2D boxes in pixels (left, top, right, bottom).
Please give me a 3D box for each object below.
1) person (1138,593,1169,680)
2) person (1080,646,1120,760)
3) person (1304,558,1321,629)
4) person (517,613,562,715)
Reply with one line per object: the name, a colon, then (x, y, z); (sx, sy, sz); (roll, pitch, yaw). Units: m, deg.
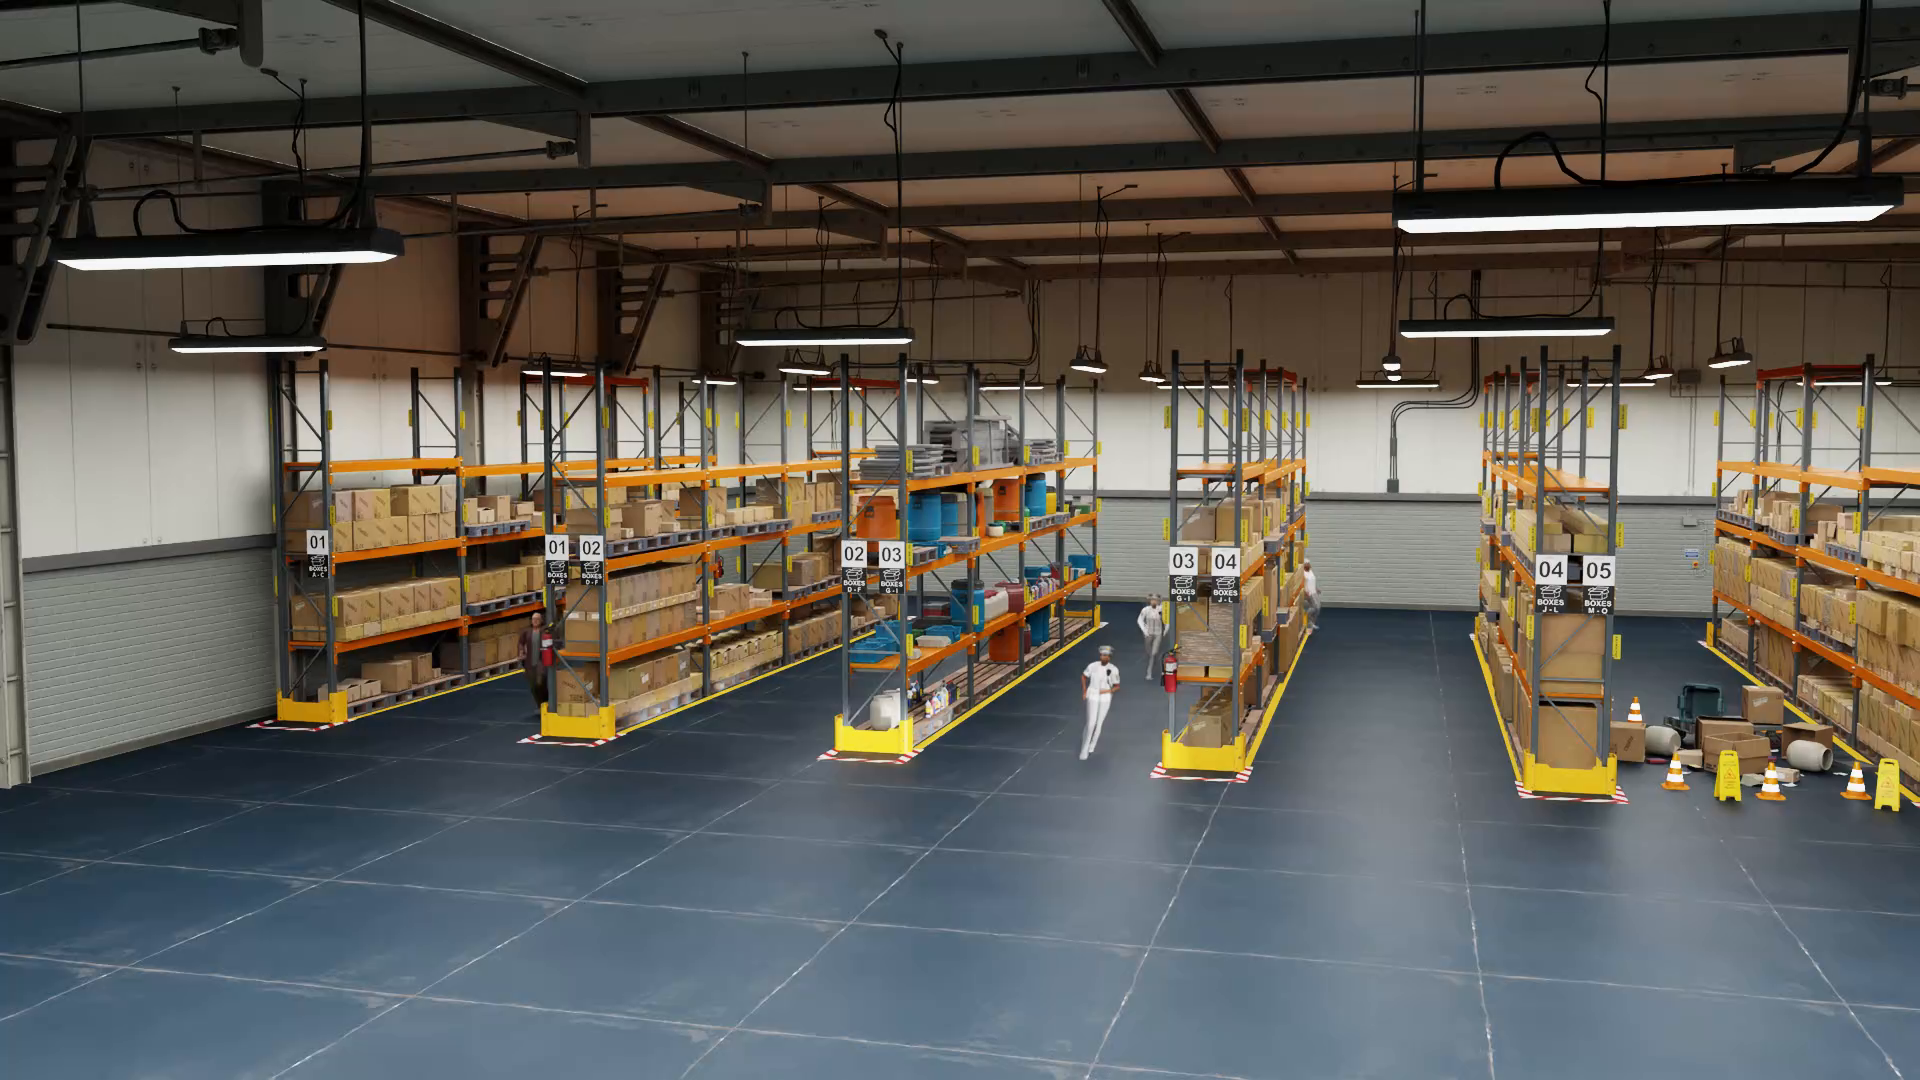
person: (3.780, 1.850, 32.391); (0.642, 1.682, 0.835); (1, 4, 11)
person: (2.068, 2.411, 24.676); (0.596, 1.715, 0.654); (0, 4, 0)
person: (8.419, 1.289, 39.957); (0.515, 1.719, 0.759); (3, 5, 36)
person: (-7.176, 2.103, 28.161); (0.714, 1.742, 0.635); (1, 4, 8)
